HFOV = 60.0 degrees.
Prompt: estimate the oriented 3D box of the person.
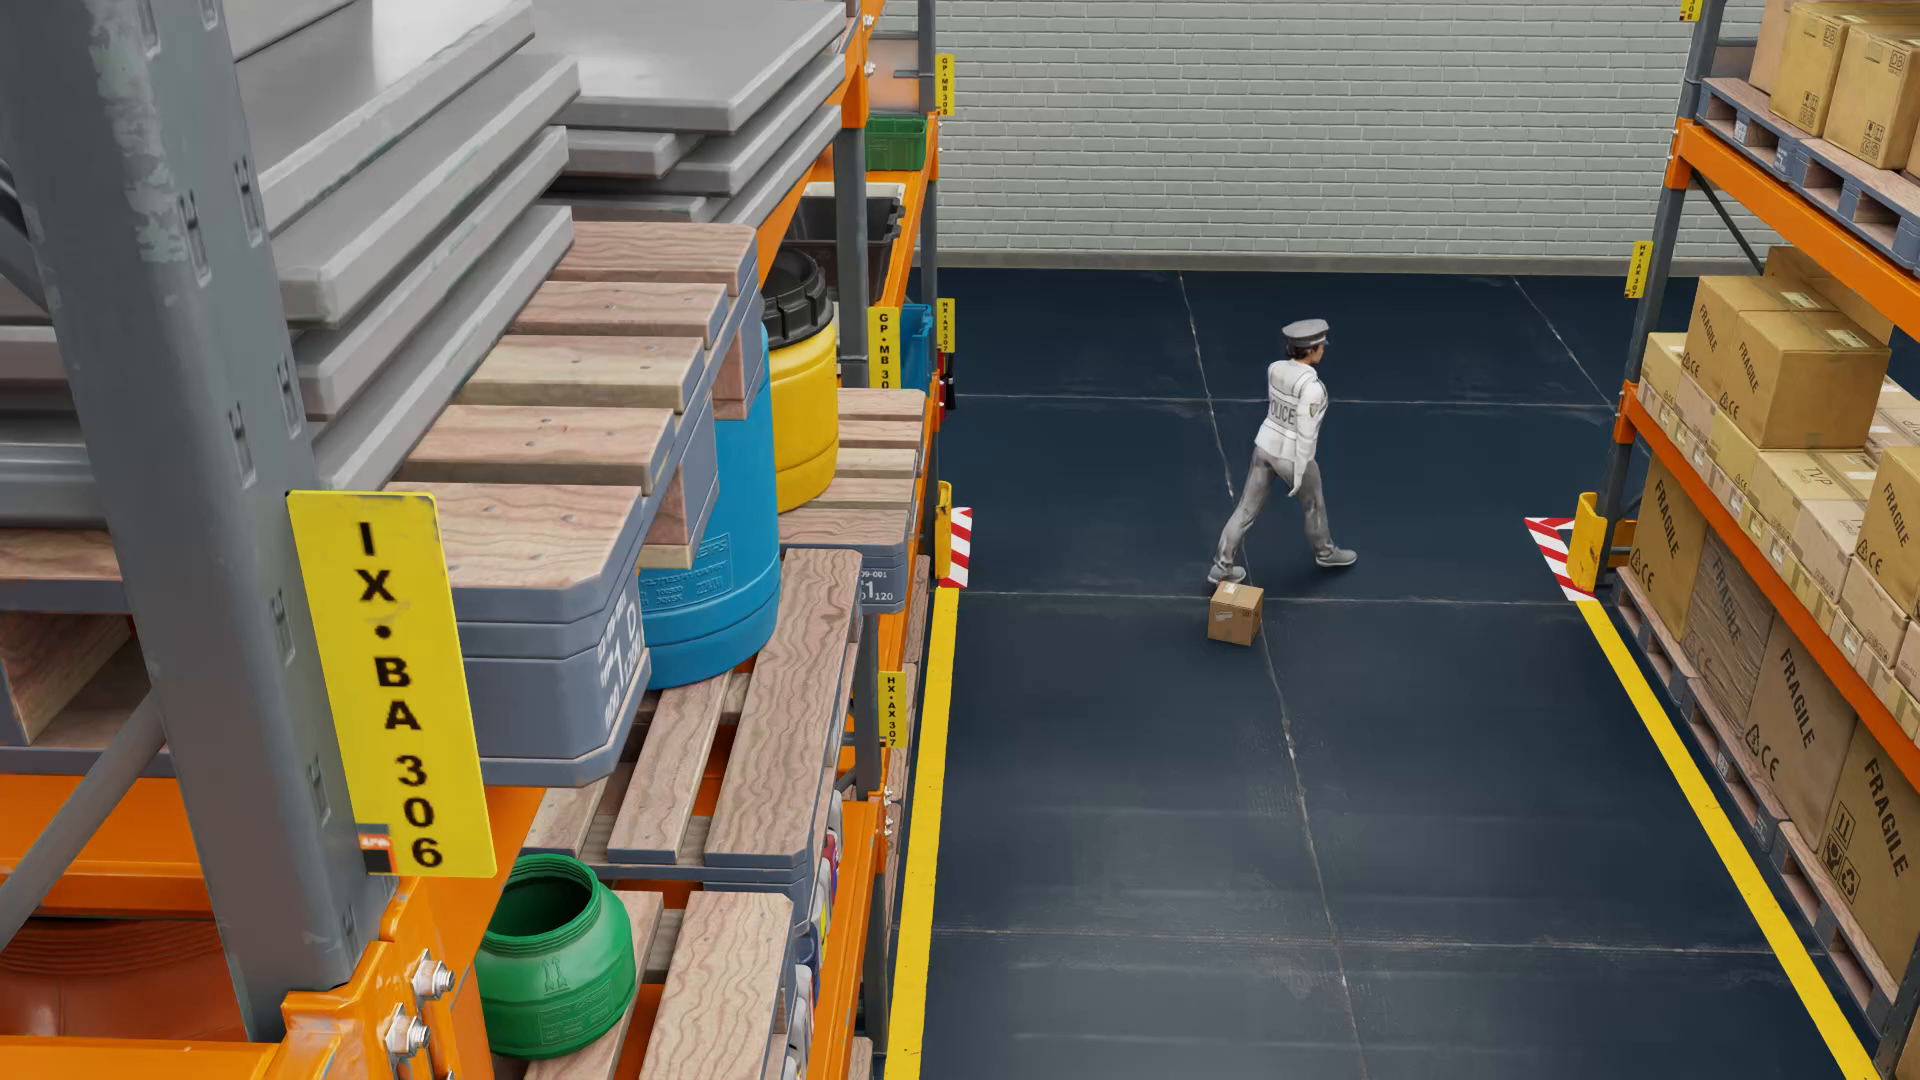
[{"bbox_3d":[1.954,-0.520,9.789,1.019,1.610,0.505,-17,32,-29],"label":"person"}]
